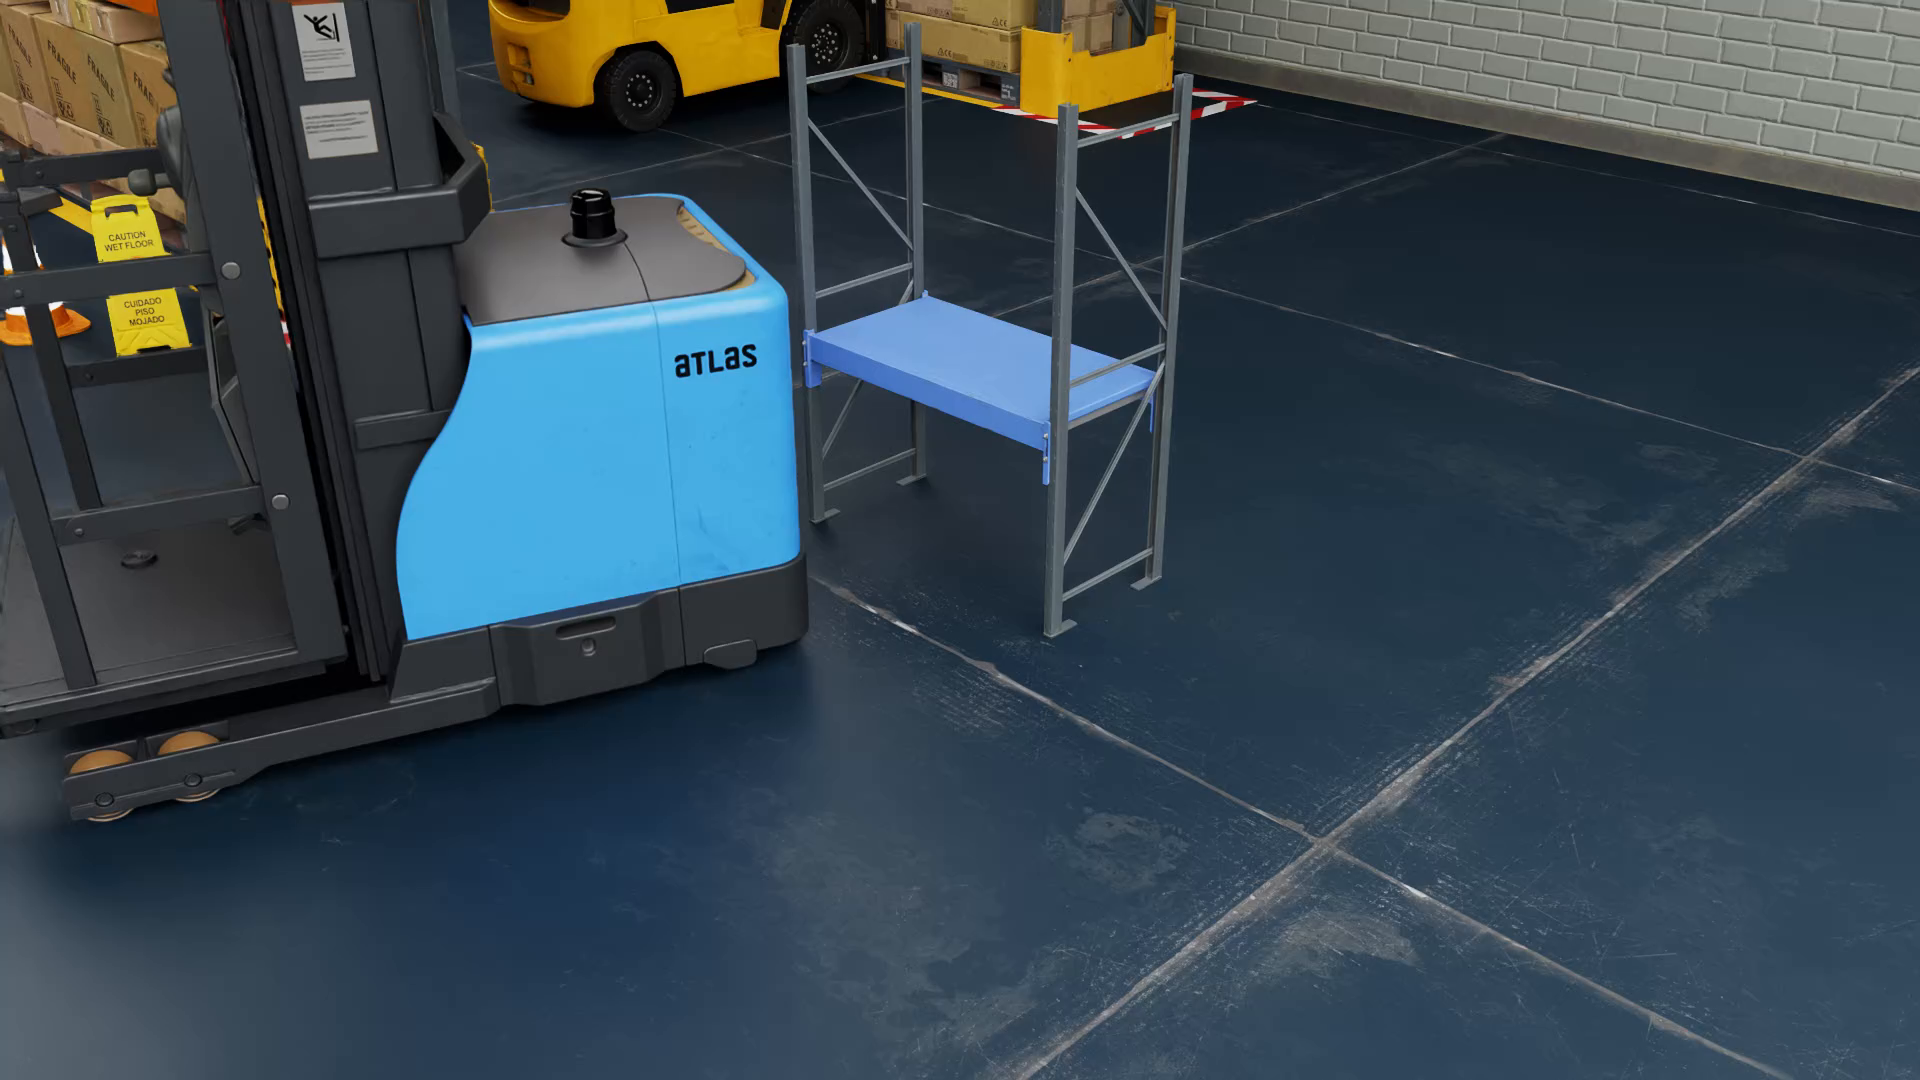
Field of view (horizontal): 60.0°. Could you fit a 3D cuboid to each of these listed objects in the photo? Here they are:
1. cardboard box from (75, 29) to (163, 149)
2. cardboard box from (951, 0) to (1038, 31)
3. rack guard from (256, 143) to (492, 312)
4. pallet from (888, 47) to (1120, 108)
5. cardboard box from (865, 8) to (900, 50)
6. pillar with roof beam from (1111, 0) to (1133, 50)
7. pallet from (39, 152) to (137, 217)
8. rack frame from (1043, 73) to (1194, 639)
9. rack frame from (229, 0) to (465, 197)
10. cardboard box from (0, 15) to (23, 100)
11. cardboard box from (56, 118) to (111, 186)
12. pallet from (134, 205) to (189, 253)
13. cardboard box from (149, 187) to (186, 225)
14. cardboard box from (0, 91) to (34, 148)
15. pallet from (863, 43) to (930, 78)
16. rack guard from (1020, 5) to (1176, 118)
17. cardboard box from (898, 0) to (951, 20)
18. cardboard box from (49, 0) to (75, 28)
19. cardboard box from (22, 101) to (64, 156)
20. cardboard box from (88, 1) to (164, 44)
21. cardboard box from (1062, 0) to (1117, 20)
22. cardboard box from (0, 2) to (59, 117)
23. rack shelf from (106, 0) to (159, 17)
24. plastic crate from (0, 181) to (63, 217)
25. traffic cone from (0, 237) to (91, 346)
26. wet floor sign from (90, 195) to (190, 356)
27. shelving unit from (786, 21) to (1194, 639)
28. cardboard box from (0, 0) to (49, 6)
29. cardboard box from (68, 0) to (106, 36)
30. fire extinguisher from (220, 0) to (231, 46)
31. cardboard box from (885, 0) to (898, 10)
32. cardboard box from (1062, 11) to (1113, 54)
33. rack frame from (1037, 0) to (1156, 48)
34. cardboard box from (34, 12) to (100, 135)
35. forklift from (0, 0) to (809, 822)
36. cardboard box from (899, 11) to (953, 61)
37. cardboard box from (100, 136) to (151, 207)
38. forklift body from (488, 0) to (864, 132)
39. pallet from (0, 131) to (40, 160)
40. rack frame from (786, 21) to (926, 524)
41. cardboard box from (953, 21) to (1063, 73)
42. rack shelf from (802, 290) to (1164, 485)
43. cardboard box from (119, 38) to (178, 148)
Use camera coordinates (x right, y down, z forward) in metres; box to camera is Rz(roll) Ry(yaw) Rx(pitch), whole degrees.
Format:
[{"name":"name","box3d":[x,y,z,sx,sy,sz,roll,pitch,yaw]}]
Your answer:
[{"name":"cardboard box","box3d":[-3.746,-2.141,7.796,0.500,0.500,0.500,-24,36,-37]},{"name":"cardboard box","box3d":[0.294,-3.390,10.440,0.500,0.250,0.500,24,36,38]},{"name":"rack guard","box3d":[-2.671,-1.414,7.403,0.348,0.500,1.175,25,36,38]},{"name":"pallet","box3d":[0.285,-3.146,11.006,1.213,0.211,1.003,25,36,38]},{"name":"cardboard box","box3d":[-0.395,-3.494,11.174,0.500,0.250,0.500,-25,37,-39]},{"name":"pillar with roof beam","box3d":[-2.023,-5.897,6.797,0.400,9.000,9.100,25,36,38]},{"name":"pallet","box3d":[-4.092,-1.961,8.754,1.213,0.211,1.003,25,36,38]},{"name":"rack frame","box3d":[0.423,-0.470,4.533,0.032,1.500,0.500,25,36,38]},{"name":"rack frame","box3d":[-2.617,-2.496,6.774,0.127,3.000,1.000,25,36,38]},{"name":"cardboard box","box3d":[-4.848,-2.649,8.763,0.500,0.500,0.500,-24,36,-37]},{"name":"cardboard box","box3d":[-4.123,-1.980,8.296,0.500,0.250,0.500,23,35,37]},{"name":"pallet","box3d":[-3.226,-1.563,7.997,1.213,0.211,1.003,25,36,38]},{"name":"cardboard box","box3d":[-3.399,-1.647,7.663,0.500,0.250,0.500,24,36,38]},{"name":"cardboard box","box3d":[-4.849,-2.318,8.938,0.500,0.250,0.500,-23,35,-36]},{"name":"pallet","box3d":[-0.580,-3.544,11.763,1.213,0.211,1.003,25,36,38]},{"name":"rack guard","box3d":[0.877,-3.030,10.476,0.348,0.500,1.175,25,36,38]},{"name":"cardboard box","box3d":[-0.056,-3.557,10.758,0.500,0.250,0.500,24,36,38]},{"name":"cardboard box","box3d":[-4.044,-2.526,7.831,0.380,0.149,0.250,-23,36,-37]},{"name":"cardboard box","box3d":[-4.469,-2.145,8.610,0.500,0.250,0.500,24,36,38]},{"name":"cardboard box","box3d":[-3.680,-2.356,7.509,0.380,0.149,0.250,-24,36,-38]},{"name":"cardboard box","box3d":[0.671,-3.557,10.758,0.500,0.250,0.500,-25,36,-38]},{"name":"cardboard box","box3d":[-4.480,-2.479,8.440,0.500,0.500,0.500,-23,35,-37]},{"name":"rack shelf","box3d":[-4.043,-2.830,8.182,4.000,0.370,1.077,25,36,38]},{"name":"plastic crate","box3d":[-4.925,-1.725,8.444,0.583,0.080,0.402,12,30,22]},{"name":"traffic cone","box3d":[-3.828,-1.085,6.817,0.334,0.463,0.336,25,36,38]},{"name":"wet floor sign","box3d":[-3.232,-1.037,6.529,0.267,0.644,0.232,-13,30,-22]},{"name":"shelving unit","box3d":[0.061,-0.636,4.848,1.048,1.500,0.538,25,36,38]},{"name":"cardboard box","box3d":[-4.629,-2.792,8.338,0.380,0.149,0.250,-23,35,-36]},{"name":"cardboard box","box3d":[-3.857,-2.439,7.667,0.380,0.149,0.250,-25,36,-38]},{"name":"fire extinguisher","box3d":[-2.859,-2.272,6.430,0.183,0.674,0.296,25,36,38]},{"name":"cardboard box","box3d":[-0.439,-3.718,11.065,0.500,0.250,0.500,24,36,37]},{"name":"cardboard box","box3d":[0.647,-3.339,10.879,0.500,0.250,0.500,25,37,39]},{"name":"rack frame","box3d":[0.860,-4.145,9.909,0.127,3.000,1.000,25,36,38]},{"name":"cardboard box","box3d":[-4.101,-2.308,8.114,0.500,0.500,0.500,24,36,37]},{"name":"forklift","box3d":[-1.984,-0.905,3.822,3.031,2.935,1.130,-12,30,-21]},{"name":"cardboard box","box3d":[-0.044,-3.327,10.858,0.500,0.250,0.500,25,36,38]},{"name":"cardboard box","box3d":[-3.746,-1.811,7.974,0.500,0.250,0.500,25,37,39]},{"name":"forklift body","box3d":[-1.771,-3.782,10.132,1.214,2.155,2.313,25,36,38]},{"name":"pallet","box3d":[-4.966,-2.360,9.511,1.213,0.211,1.003,25,36,38]},{"name":"rack frame","box3d":[-0.302,-0.802,5.163,0.032,1.500,0.500,25,36,38]},{"name":"cardboard box","box3d":[0.304,-3.162,10.543,0.500,0.250,0.500,25,37,39]},{"name":"rack shelf","box3d":[0.061,-0.477,4.932,1.000,0.185,0.538,25,36,38]},{"name":"cardboard box","box3d":[-3.371,-1.972,7.474,0.500,0.500,0.500,25,37,39]}]
